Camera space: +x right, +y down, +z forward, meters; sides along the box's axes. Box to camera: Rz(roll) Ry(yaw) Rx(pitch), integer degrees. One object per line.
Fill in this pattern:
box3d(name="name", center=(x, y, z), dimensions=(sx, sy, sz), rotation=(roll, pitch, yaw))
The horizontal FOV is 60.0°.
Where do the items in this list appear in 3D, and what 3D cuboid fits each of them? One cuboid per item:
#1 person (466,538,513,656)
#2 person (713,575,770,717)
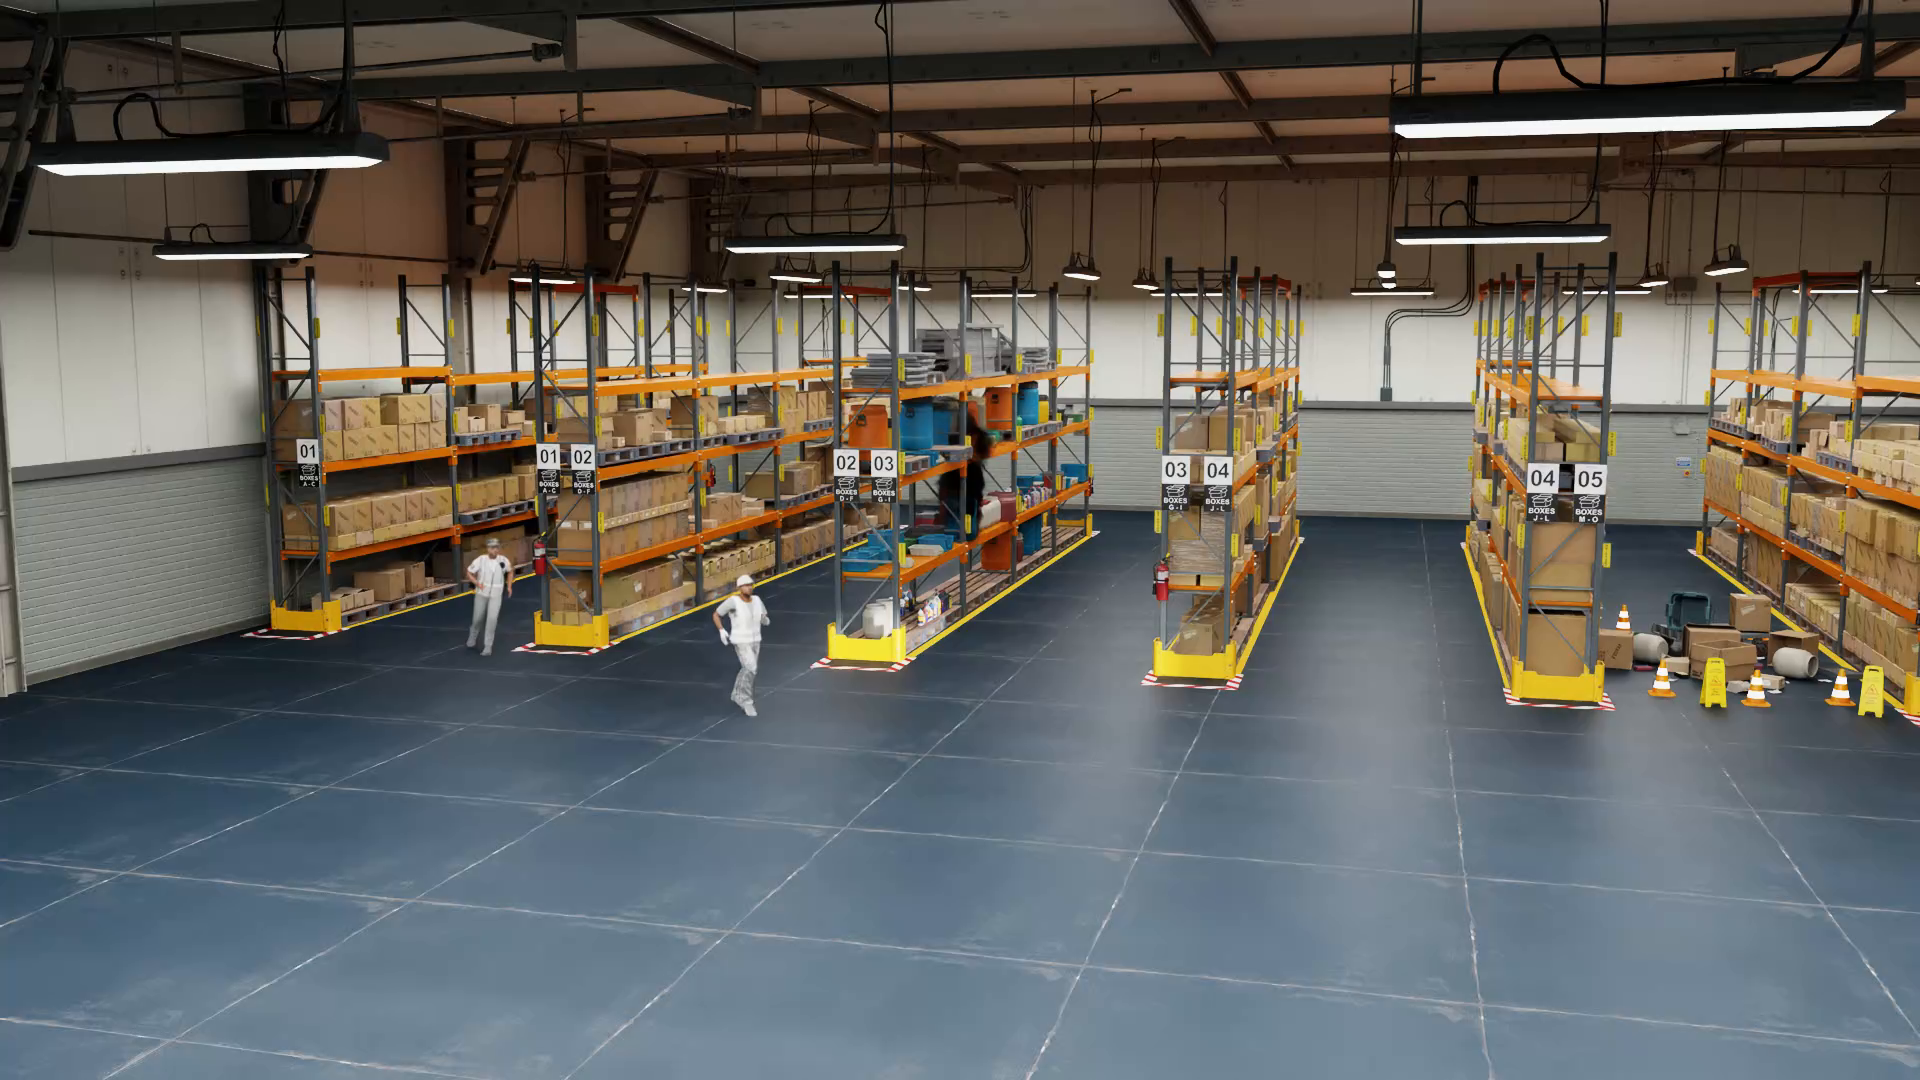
box3d(name="person", center=(-7.309, 0.853, 25.871), dimensions=(0.737, 1.765, 0.962), rotation=(-2, 8, -19))
box3d(name="person", center=(-2.788, 1.373, 21.732), dimensions=(0.766, 1.843, 0.663), rotation=(6, 10, 40))
